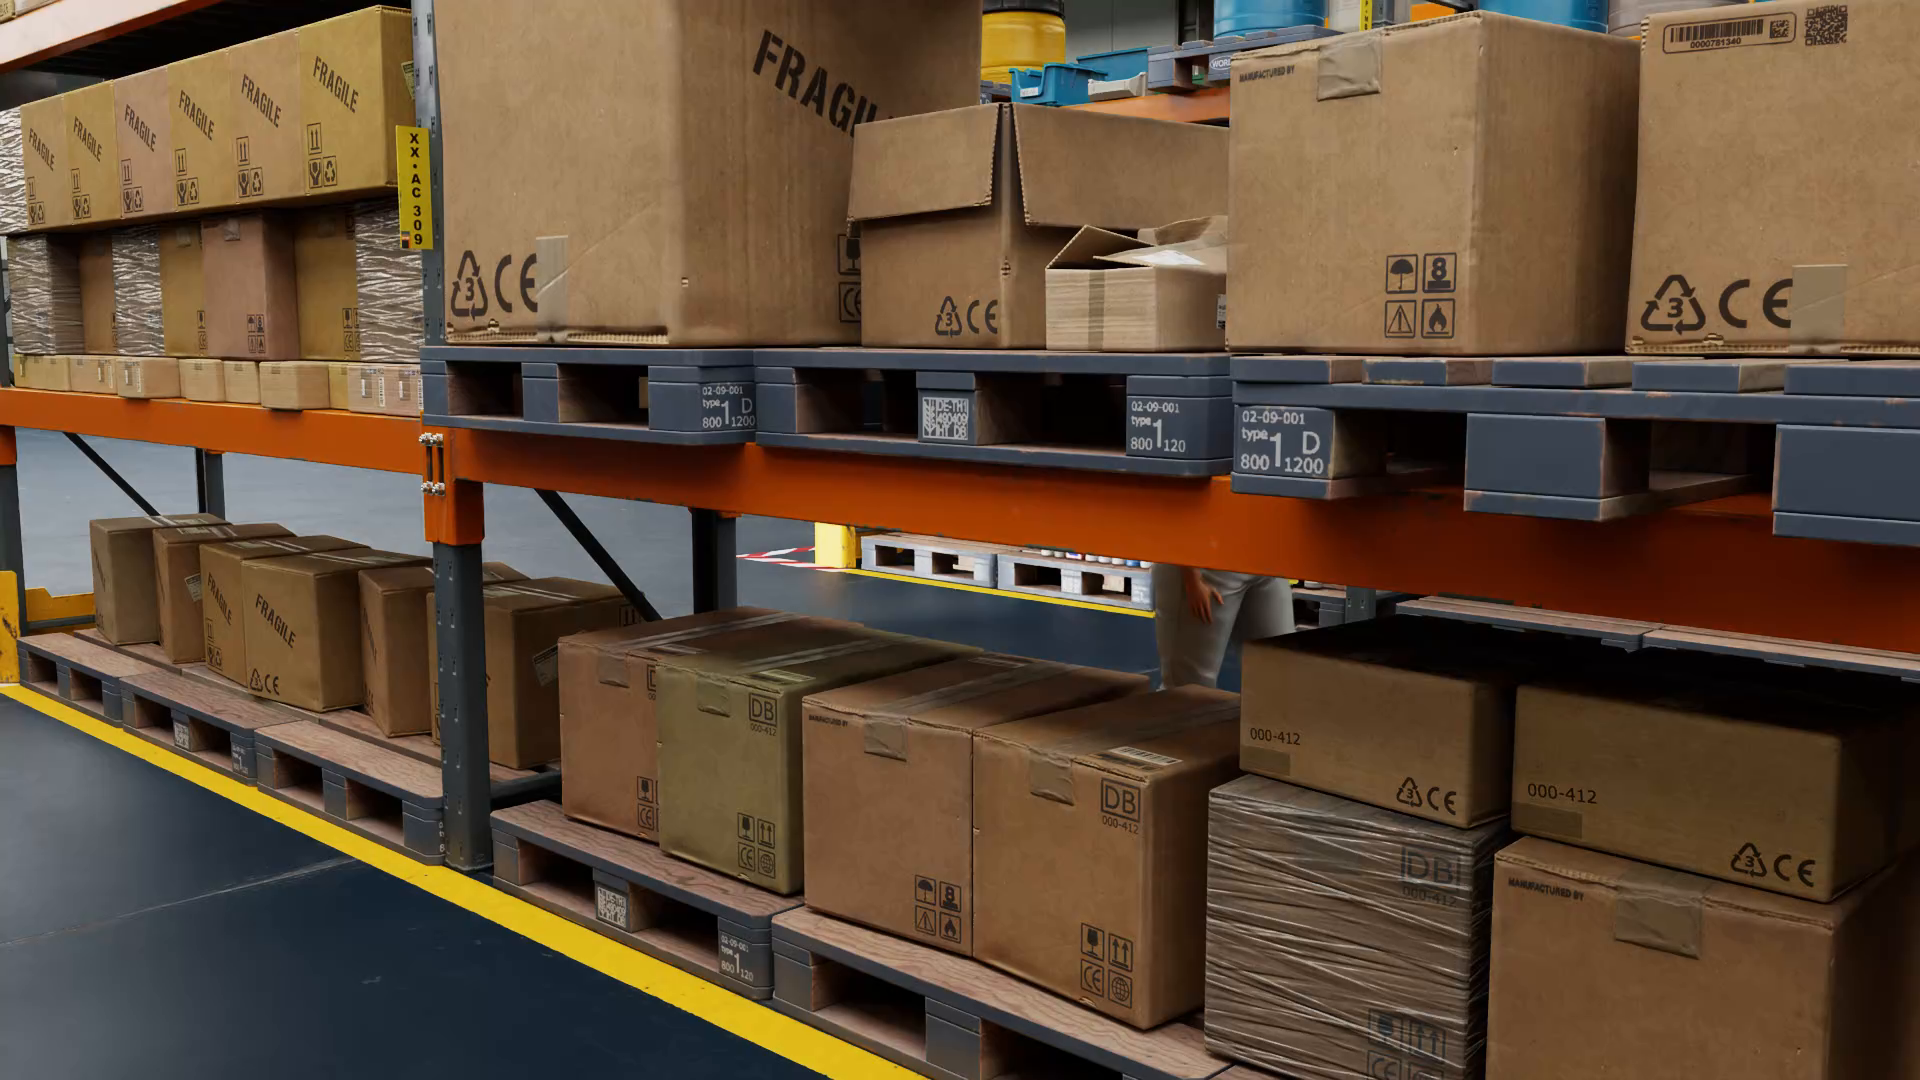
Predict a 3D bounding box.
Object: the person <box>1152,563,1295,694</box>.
[{"bbox_3d":[0.805,0.114,5.071,0.534,1.698,0.477,7,10,44],"label":"person"}]
